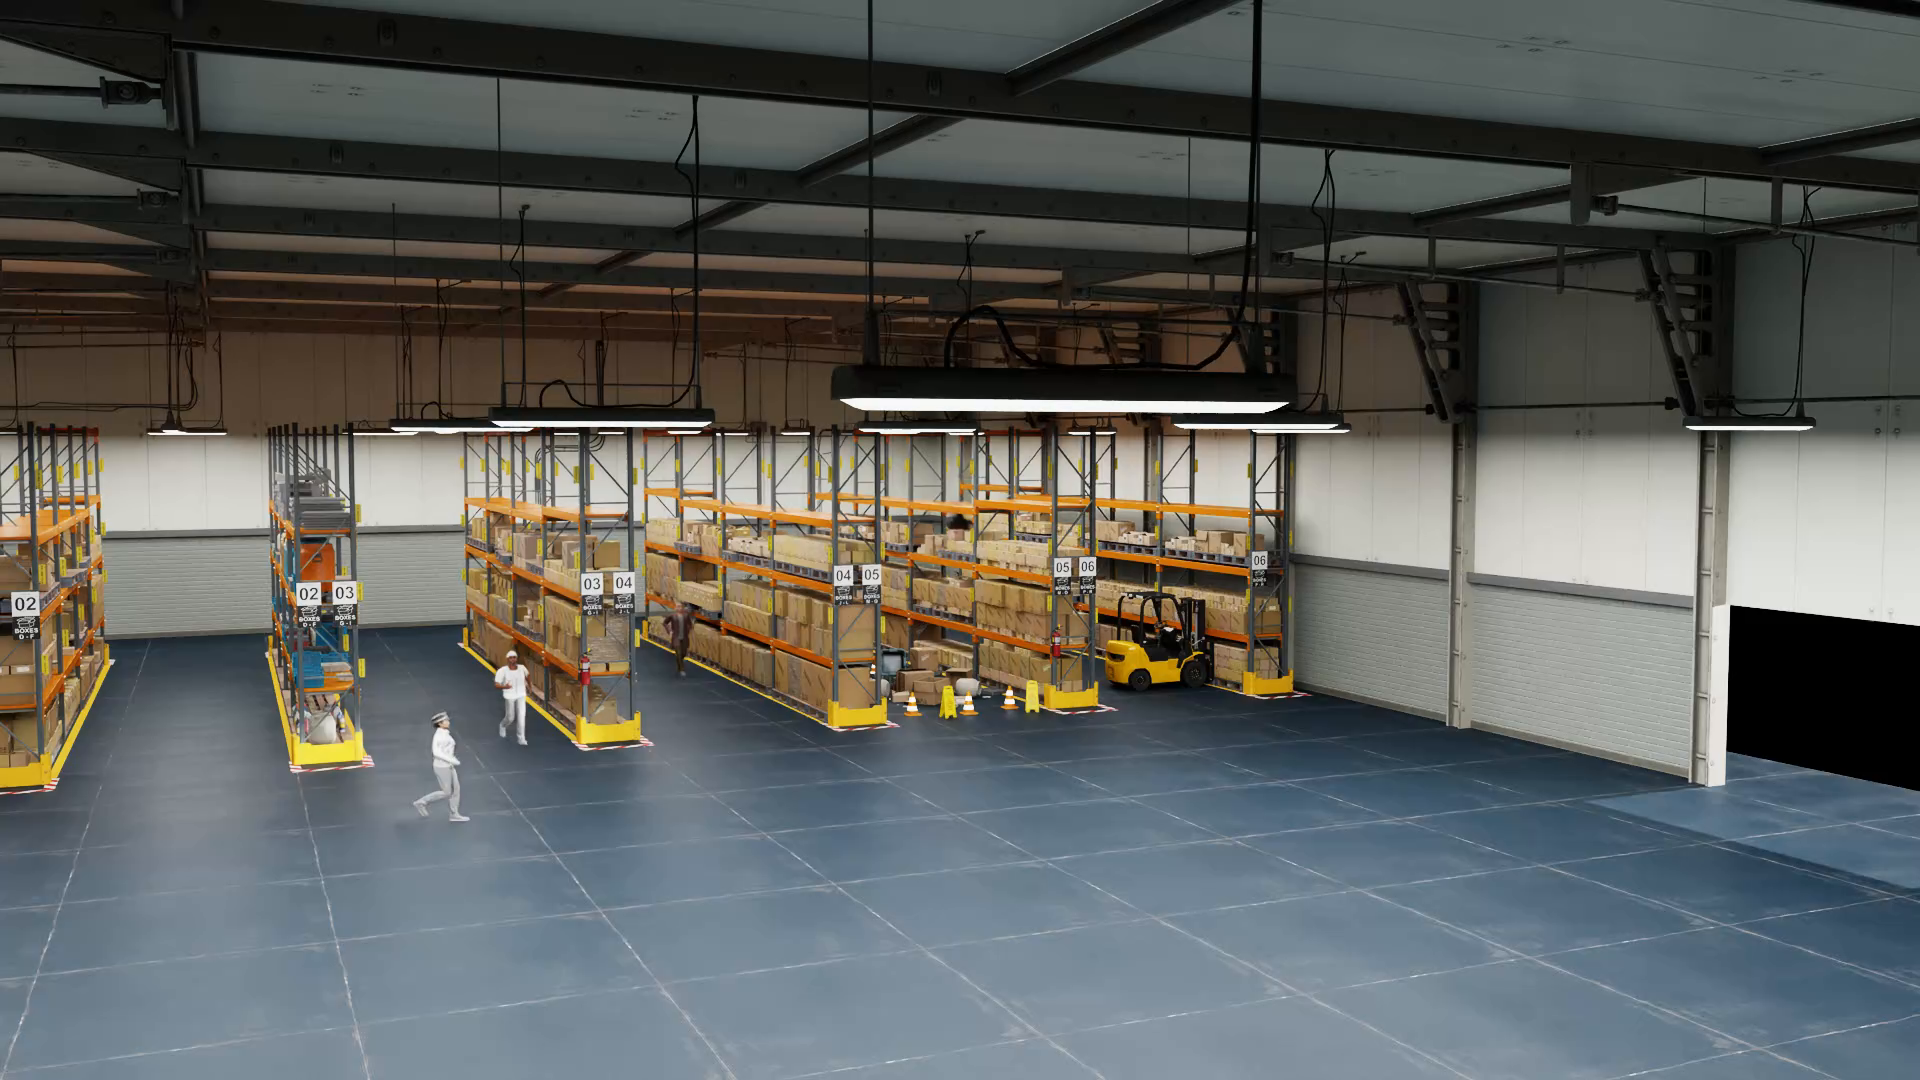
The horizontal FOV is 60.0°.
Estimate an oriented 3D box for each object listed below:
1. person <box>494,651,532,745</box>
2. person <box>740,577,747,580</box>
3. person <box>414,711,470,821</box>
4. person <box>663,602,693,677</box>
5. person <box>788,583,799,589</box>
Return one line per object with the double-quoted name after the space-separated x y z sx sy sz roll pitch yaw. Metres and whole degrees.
-8.339 2.946 31.190 0.715 1.713 0.992 -2 4 -29 "person"
-6.251 1.895 50.389 0.972 1.594 0.640 -2 4 -24 "person"
-7.707 3.367 24.708 0.787 1.665 0.626 -1 4 -10 "person"
-6.819 2.394 40.320 0.711 1.771 0.900 -2 4 -26 "person"
-5.119 1.821 51.015 0.625 1.525 0.567 -1 4 -18 "person"
